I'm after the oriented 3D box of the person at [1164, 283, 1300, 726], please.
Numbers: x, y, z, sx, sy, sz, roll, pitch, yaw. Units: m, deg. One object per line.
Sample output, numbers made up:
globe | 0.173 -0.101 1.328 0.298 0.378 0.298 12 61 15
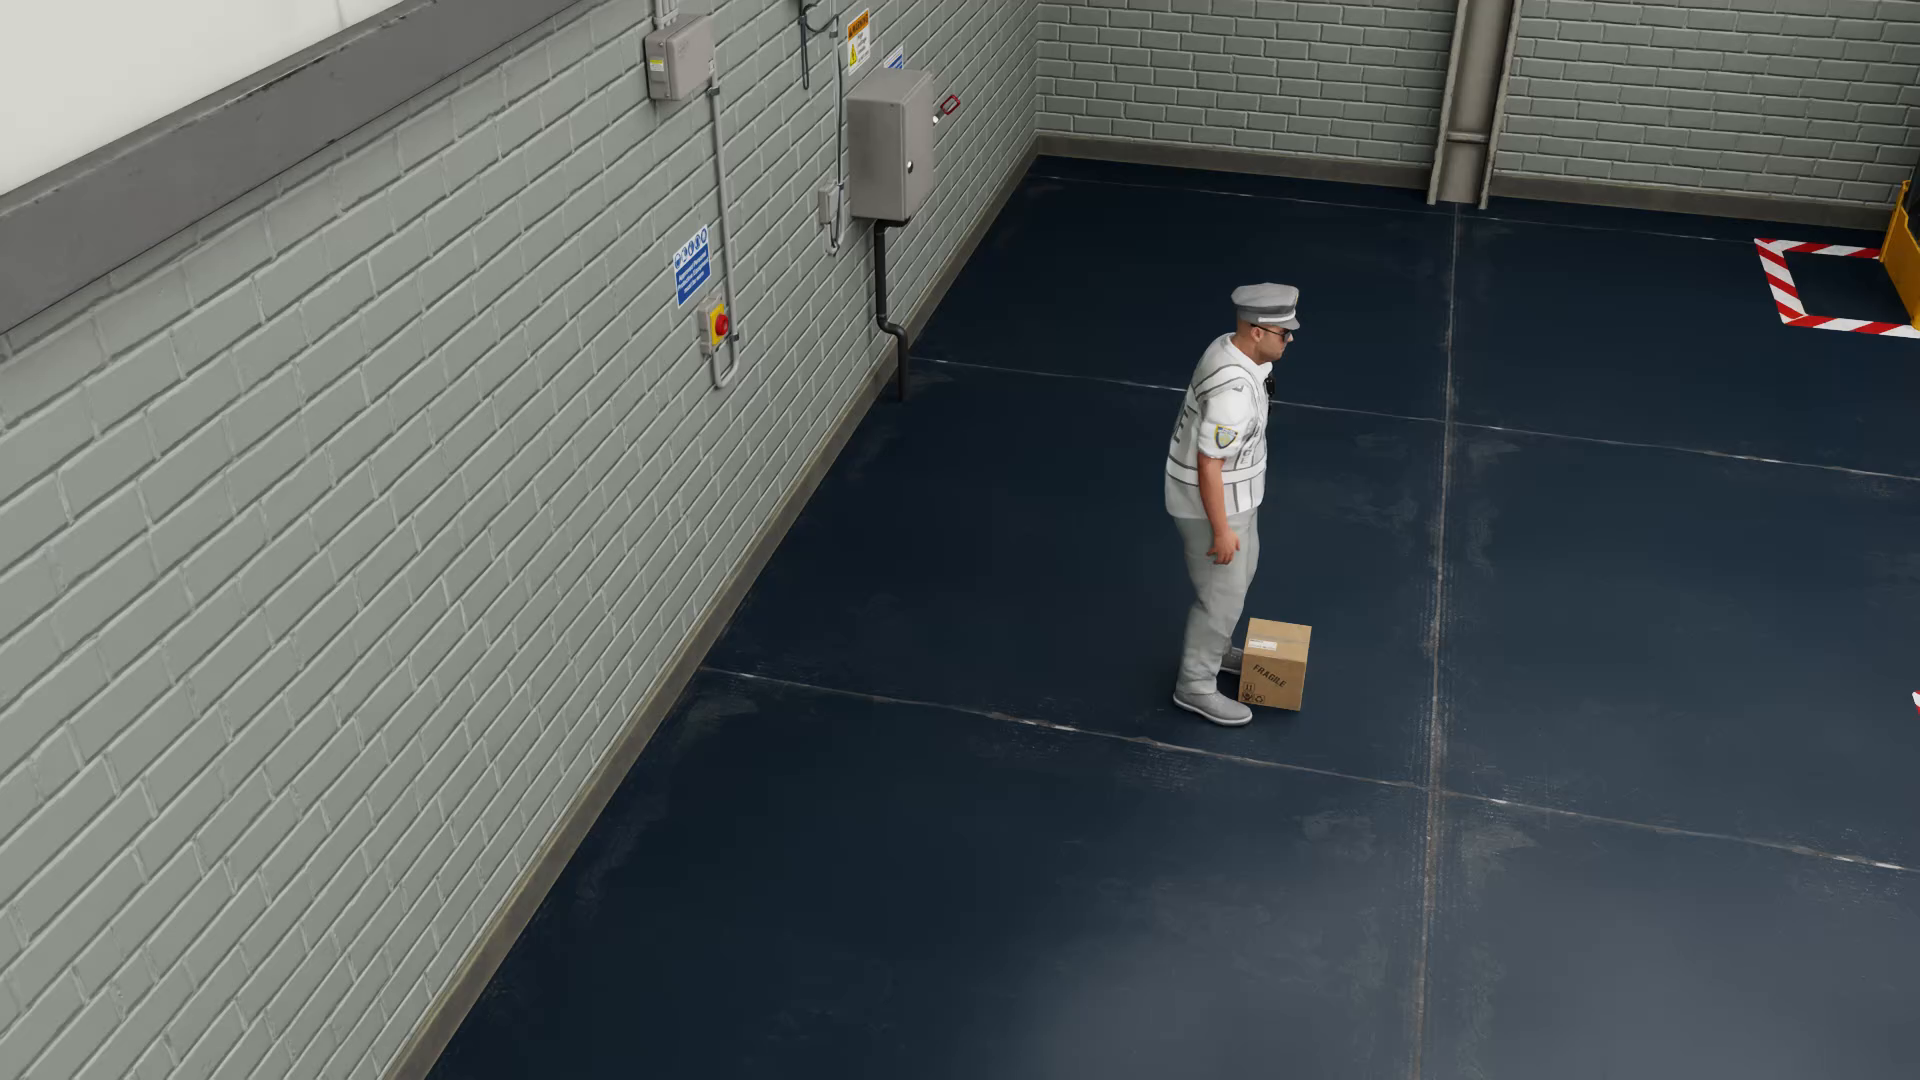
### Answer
person | 1.021 -0.158 6.378 0.472 1.747 0.585 8 33 12
